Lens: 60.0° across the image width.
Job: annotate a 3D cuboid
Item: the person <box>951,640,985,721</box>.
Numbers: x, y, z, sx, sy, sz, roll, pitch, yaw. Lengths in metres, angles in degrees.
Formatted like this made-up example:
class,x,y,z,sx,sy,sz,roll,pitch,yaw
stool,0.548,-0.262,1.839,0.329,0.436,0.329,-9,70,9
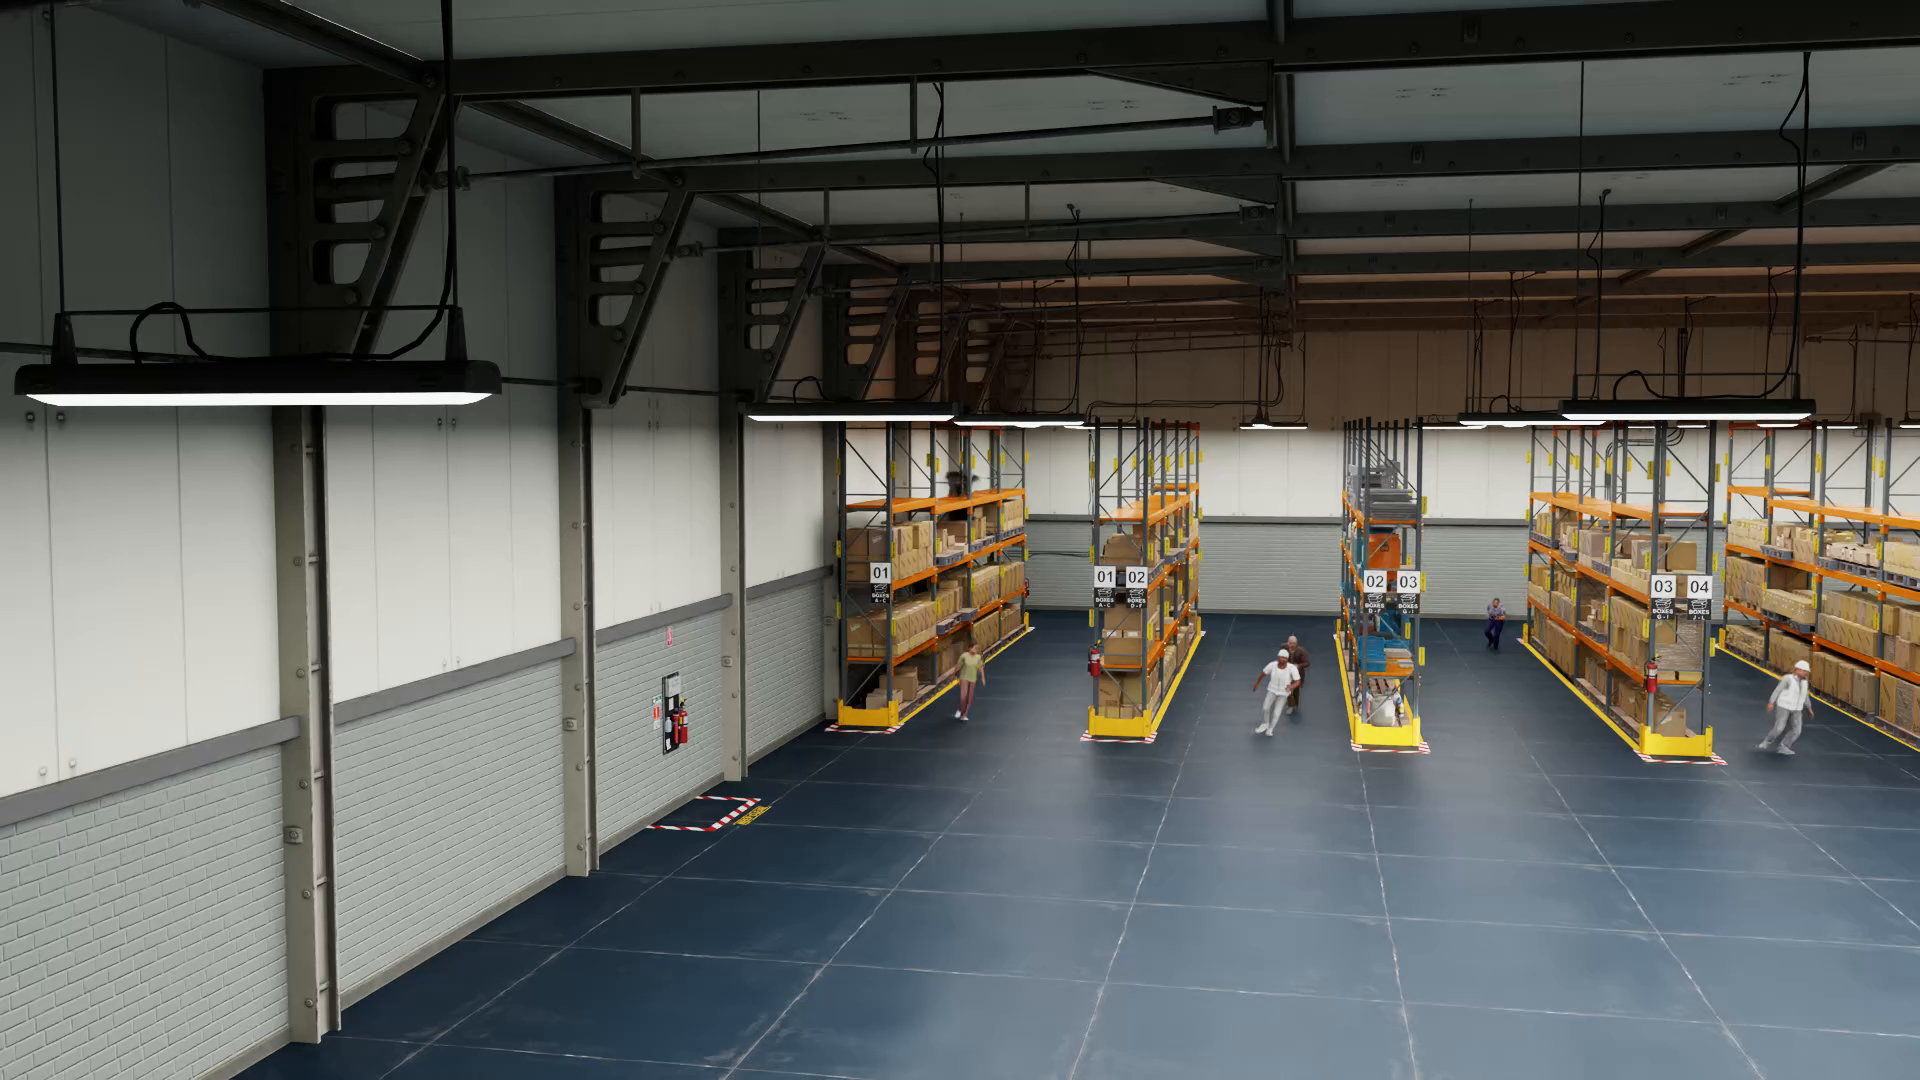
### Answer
class,x,y,z,sx,sy,sz,roll,pitch,yaw
person,0.173,2.779,32.842,0.584,1.627,0.558,-1,4,-20

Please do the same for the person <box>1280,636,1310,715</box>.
class,x,y,z,sx,sy,sz,roll,pitch,yaw
person,6.804,2.706,33.827,0.710,1.605,1.186,2,4,23

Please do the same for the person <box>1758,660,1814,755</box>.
class,x,y,z,sx,sy,sz,roll,pitch,yaw
person,14.653,2.956,29.453,0.802,1.695,0.685,-1,4,-14

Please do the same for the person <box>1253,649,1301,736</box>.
class,x,y,z,sx,sy,sz,roll,pitch,yaw
person,5.945,2.873,31.227,0.891,1.657,0.674,1,4,12

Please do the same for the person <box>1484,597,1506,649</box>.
class,x,y,z,sx,sy,sz,roll,pitch,yaw
person,14.039,2.182,43.608,0.616,1.413,0.947,2,4,32
